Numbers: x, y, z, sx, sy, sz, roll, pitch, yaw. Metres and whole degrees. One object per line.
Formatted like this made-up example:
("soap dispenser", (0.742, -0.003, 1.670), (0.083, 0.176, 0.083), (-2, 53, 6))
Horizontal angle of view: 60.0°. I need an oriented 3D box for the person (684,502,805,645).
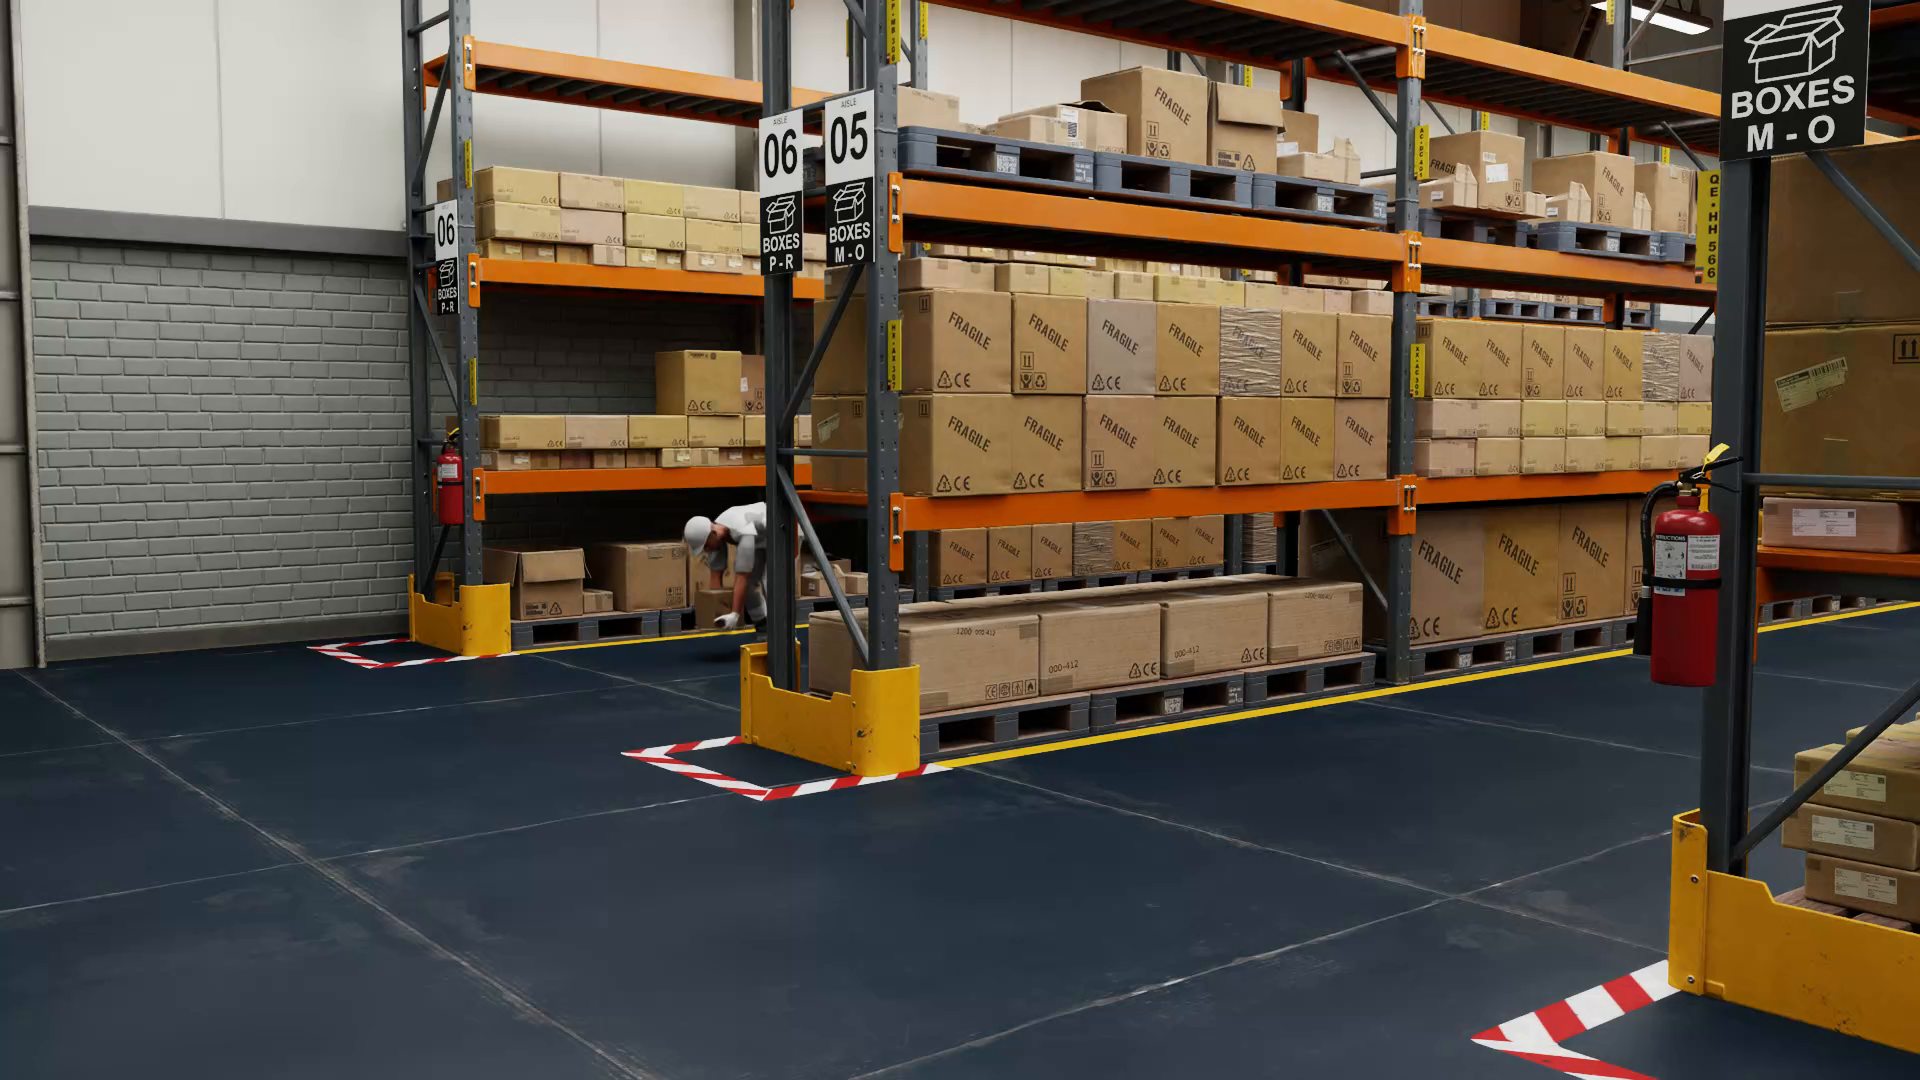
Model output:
("person", (-1.514, 0.281, 11.709), (0.965, 1.083, 0.511), (-4, 6, -41))
